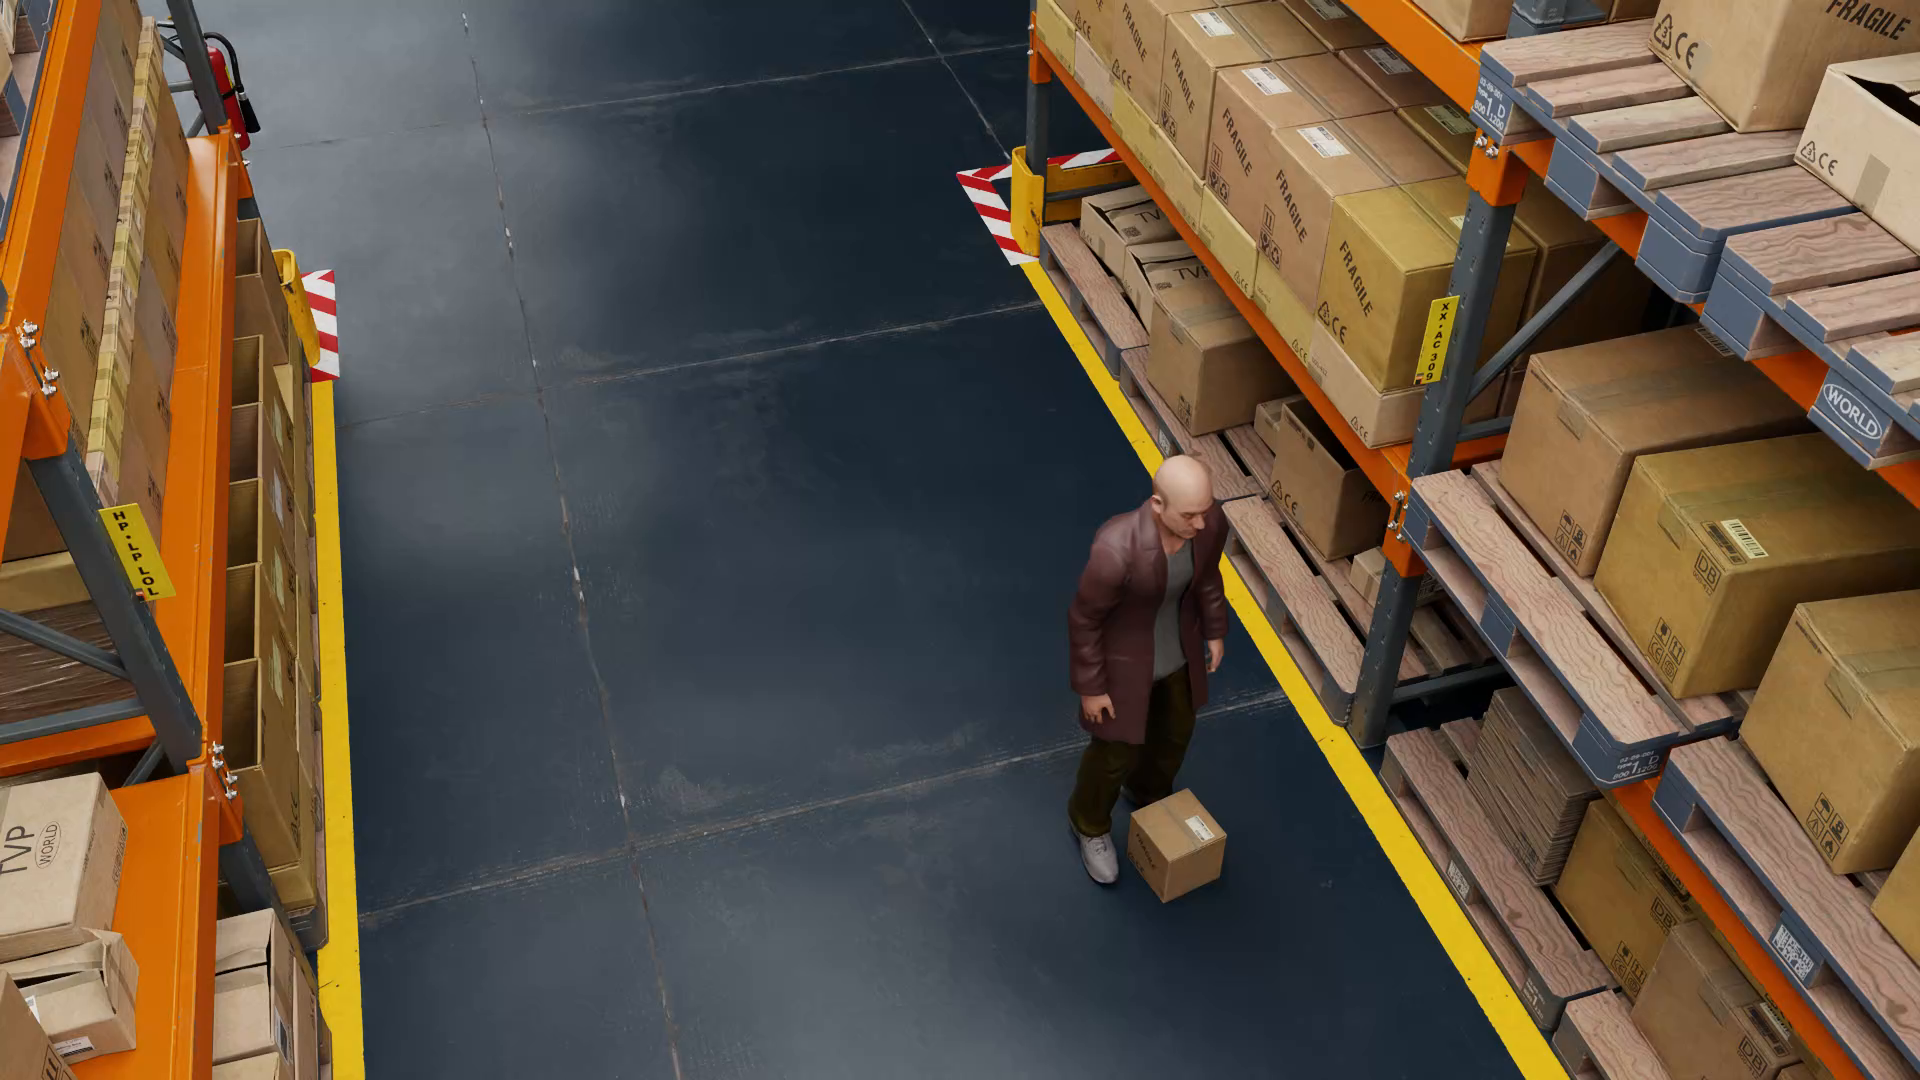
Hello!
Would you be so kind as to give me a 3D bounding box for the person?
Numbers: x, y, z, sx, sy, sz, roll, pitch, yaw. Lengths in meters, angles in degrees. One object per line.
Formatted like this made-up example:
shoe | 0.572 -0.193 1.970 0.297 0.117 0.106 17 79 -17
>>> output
person | 0.650 0.406 5.714 0.642 1.774 0.423 -22 46 -23
